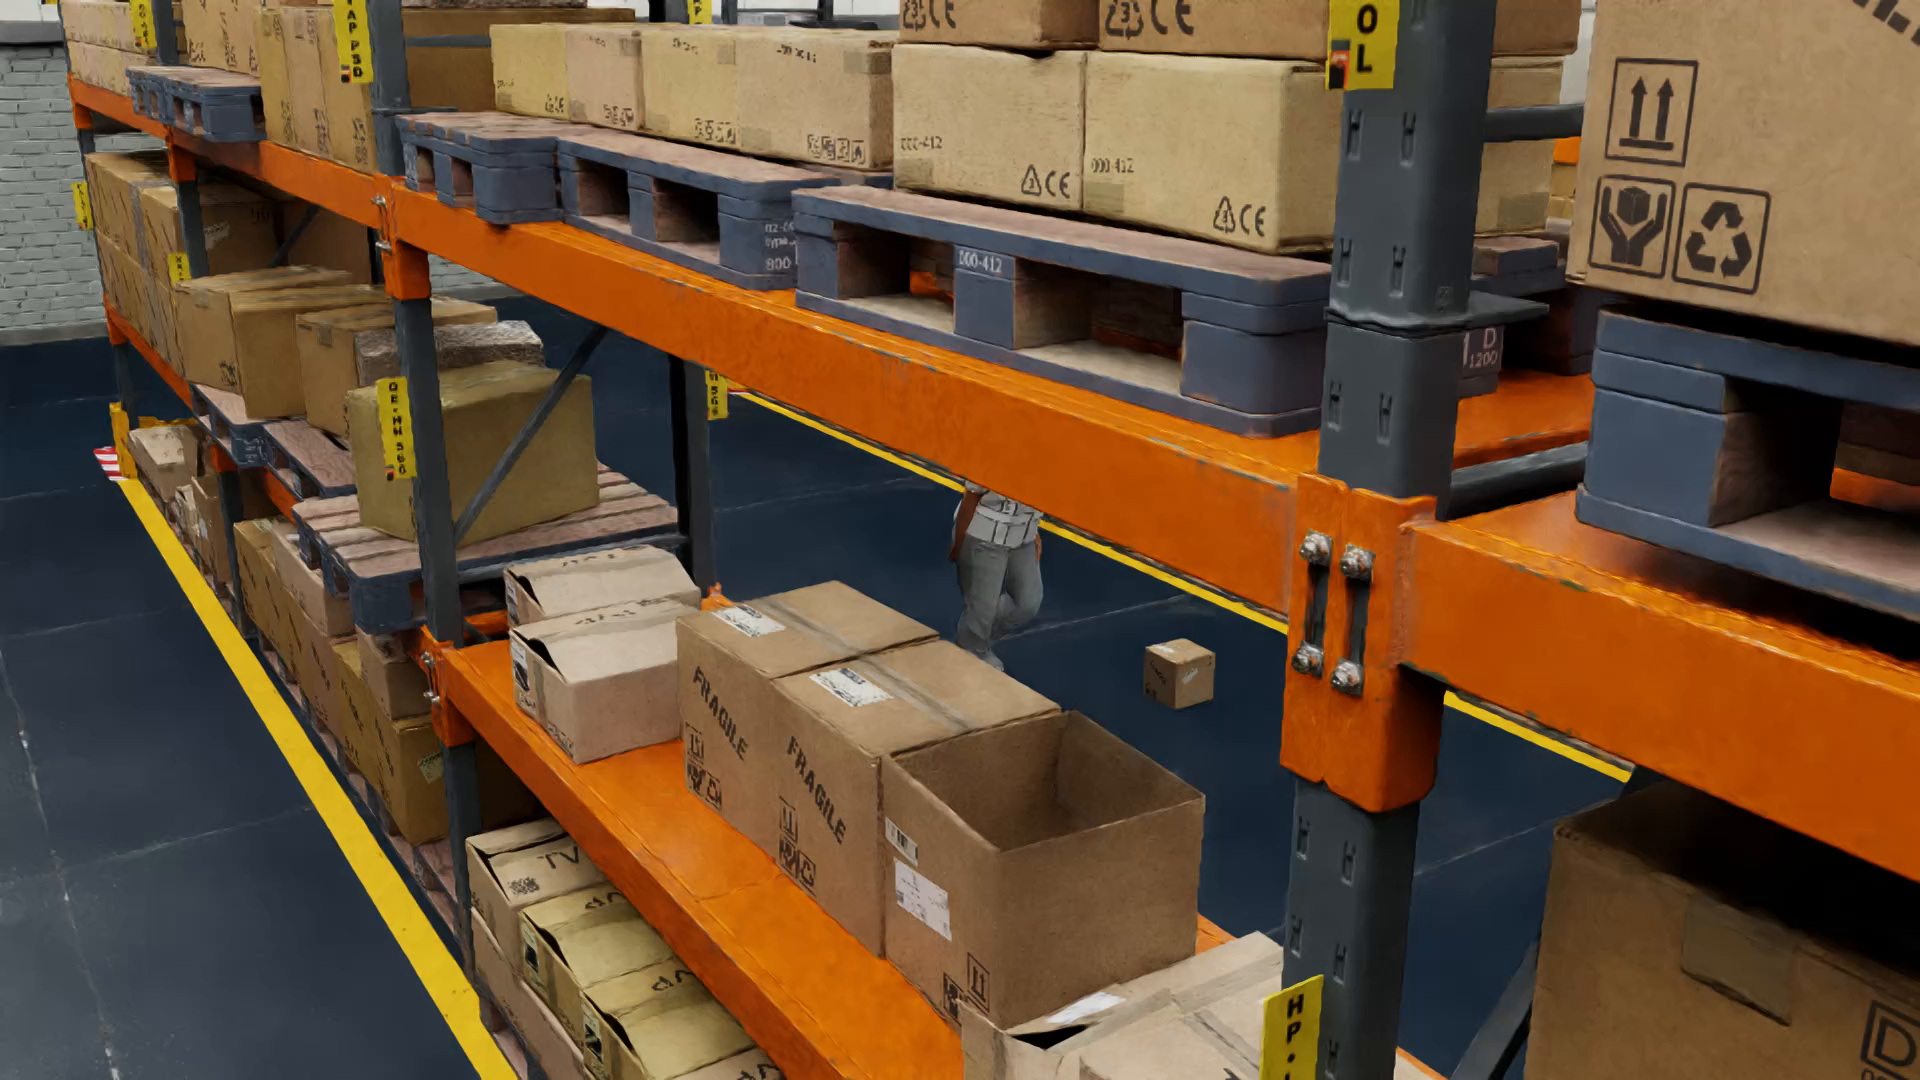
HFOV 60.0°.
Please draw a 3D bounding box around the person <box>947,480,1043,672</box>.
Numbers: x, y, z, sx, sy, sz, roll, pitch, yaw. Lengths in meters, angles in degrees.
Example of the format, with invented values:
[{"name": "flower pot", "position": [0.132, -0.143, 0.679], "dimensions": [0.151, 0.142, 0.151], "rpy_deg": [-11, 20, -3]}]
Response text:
[{"name": "person", "position": [0.195, 0.000, 8.090], "dimensions": [0.679, 1.641, 0.486], "rpy_deg": [14, 23, 36]}]
